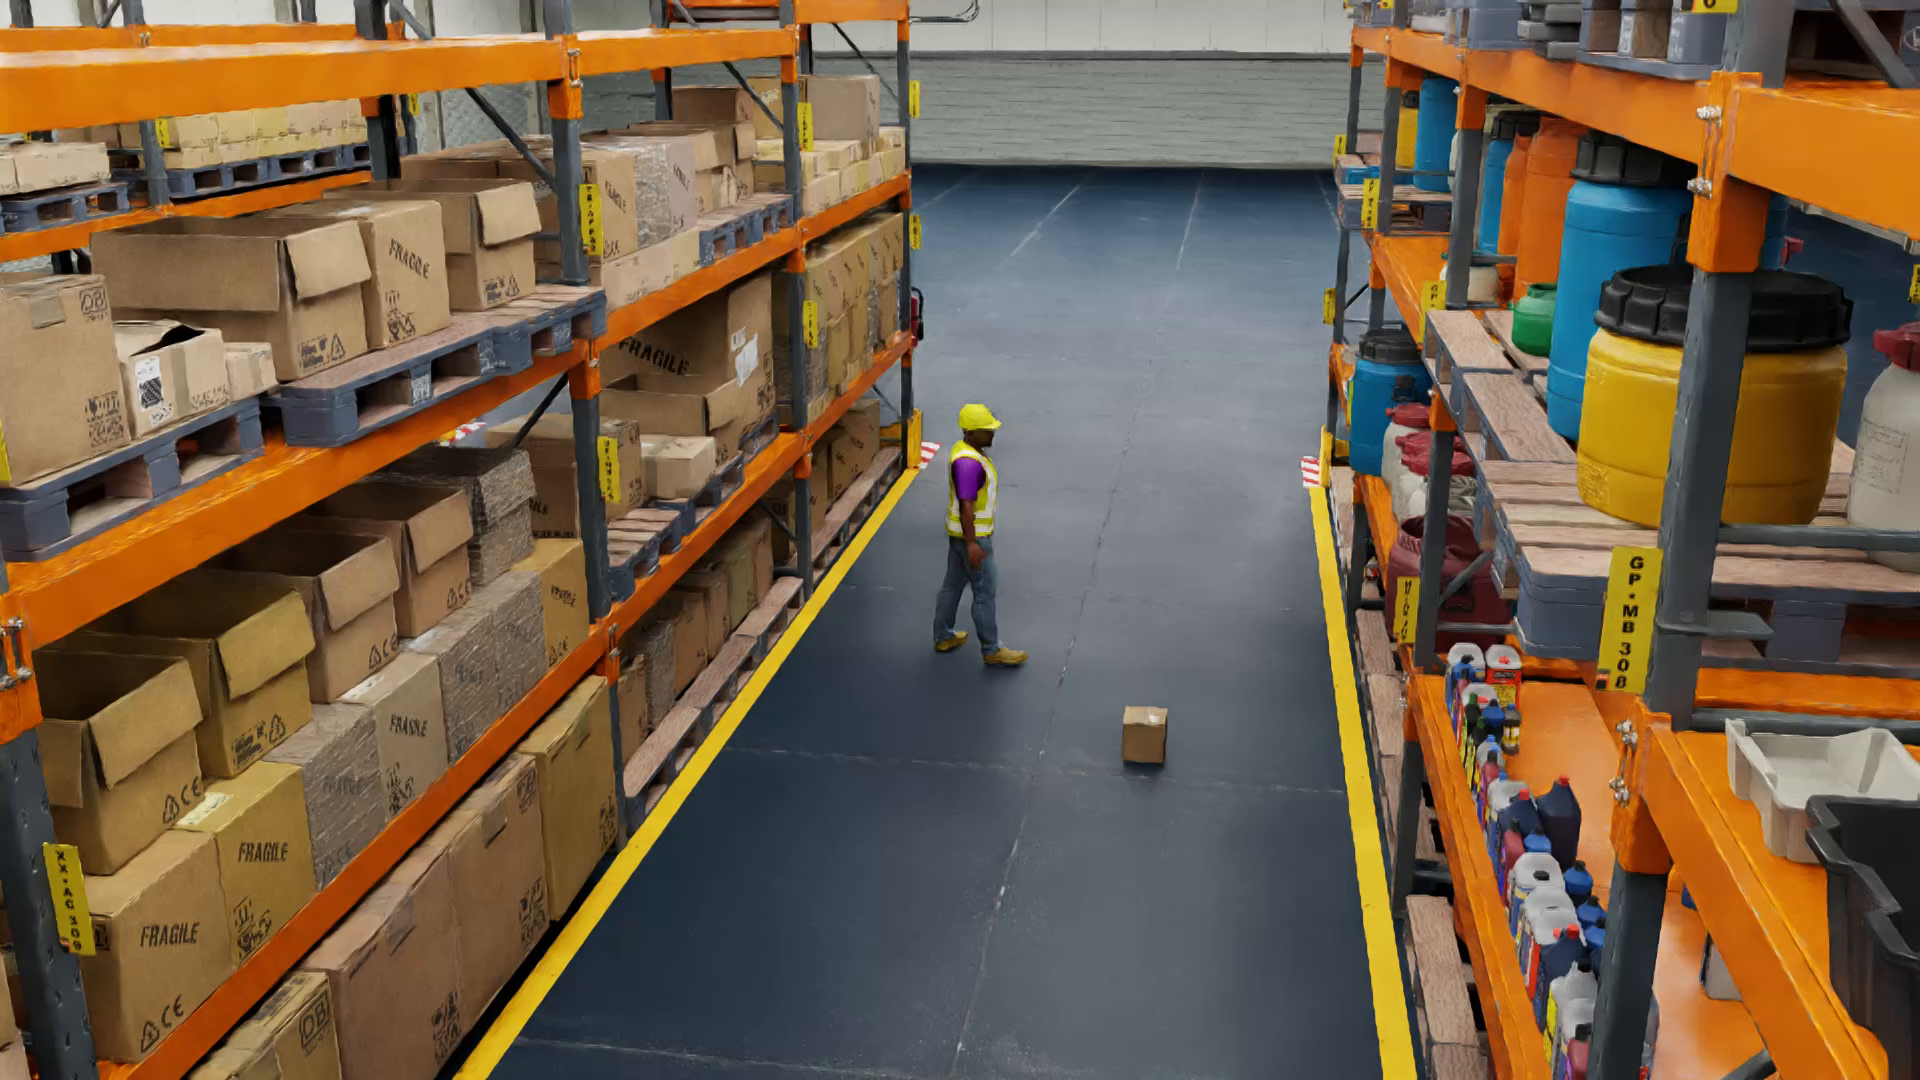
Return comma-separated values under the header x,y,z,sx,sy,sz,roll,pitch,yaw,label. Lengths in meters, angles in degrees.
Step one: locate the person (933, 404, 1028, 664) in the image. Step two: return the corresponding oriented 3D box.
x,y,z,sx,sy,sz,roll,pitch,yaw,label
0.136,-0.044,11.120,0.628,1.766,0.708,-1,18,-4,person
